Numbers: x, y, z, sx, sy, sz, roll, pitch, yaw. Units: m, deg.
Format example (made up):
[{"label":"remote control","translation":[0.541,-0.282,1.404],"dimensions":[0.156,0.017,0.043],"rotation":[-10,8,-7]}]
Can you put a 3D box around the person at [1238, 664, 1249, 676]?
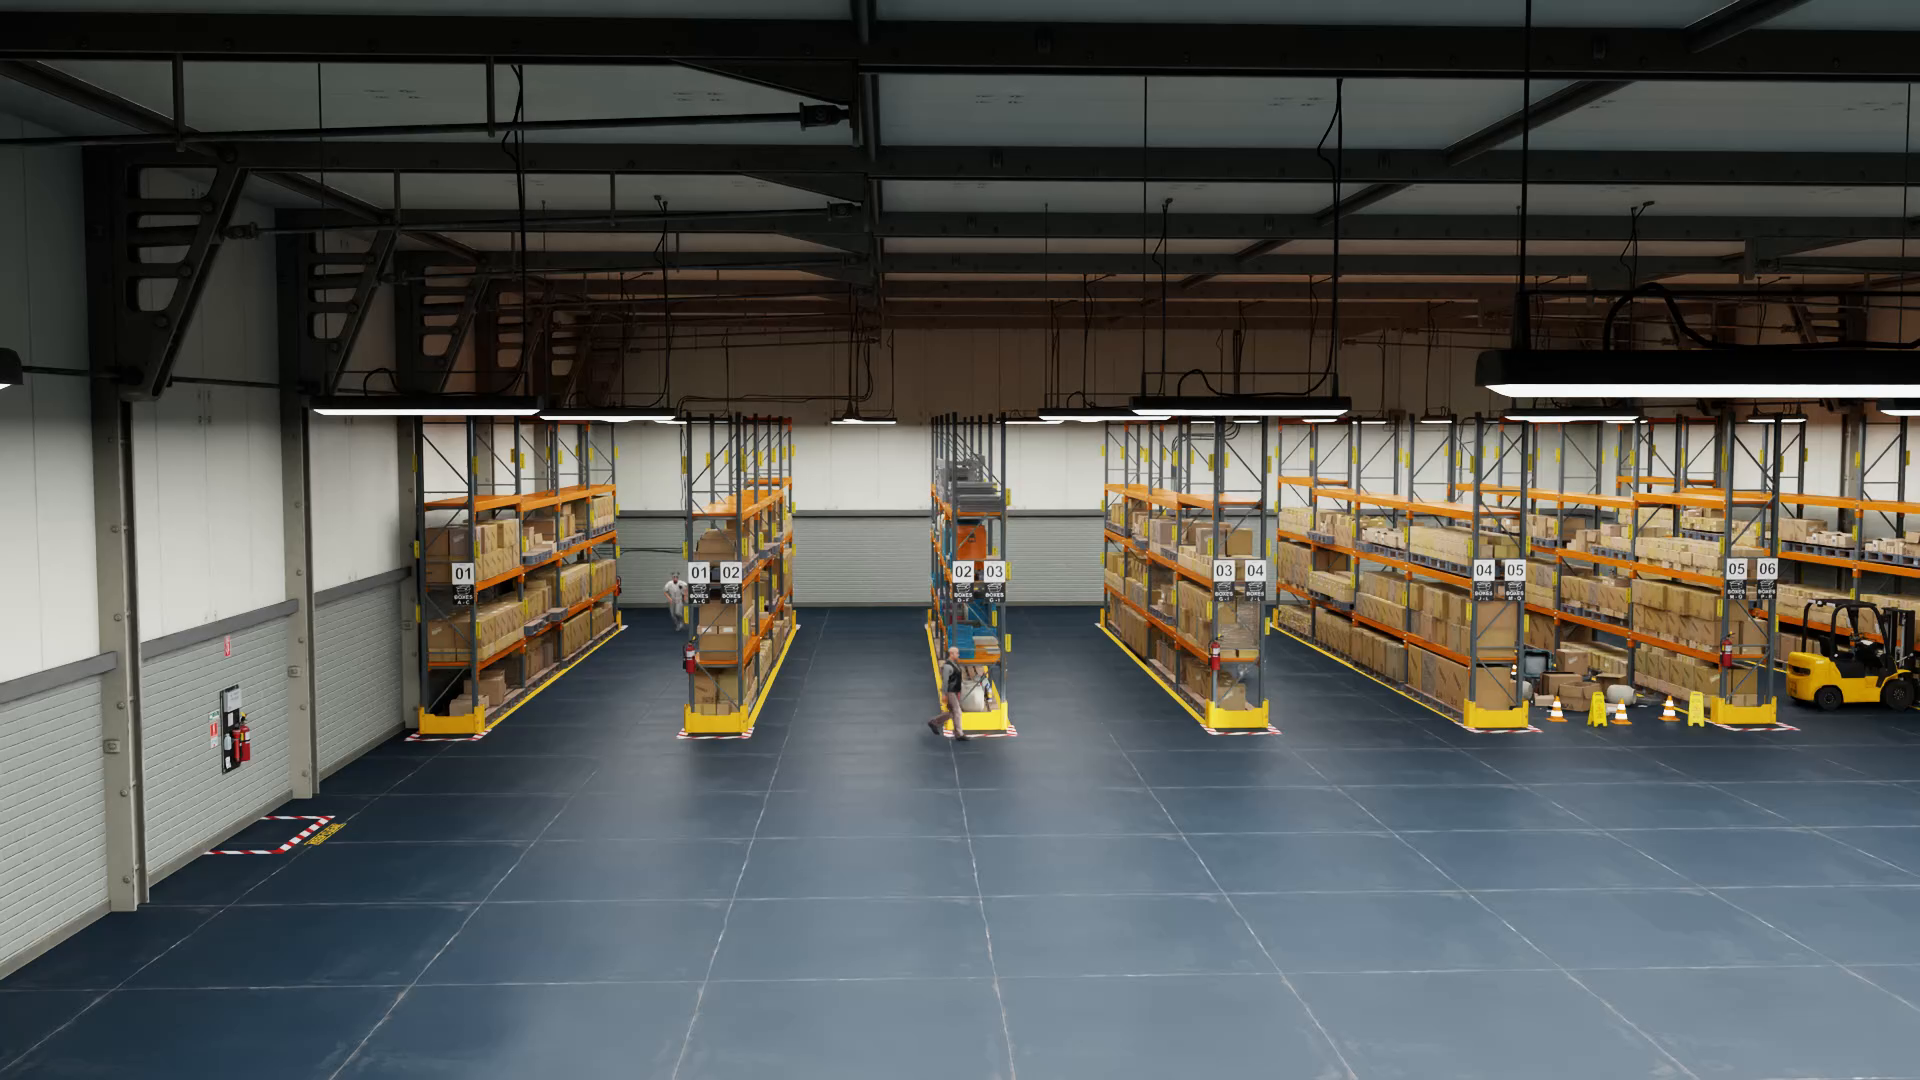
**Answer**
[{"label":"person","translation":[6.534,2.322,38.256],"dimensions":[0.432,1.552,0.903],"rotation":[1,4,9]}]

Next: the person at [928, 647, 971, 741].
[{"label":"person","translation":[-0.184,2.803,30.434],"dimensions":[0.891,1.691,0.562],"rotation":[1,4,15]}]

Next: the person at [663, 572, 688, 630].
[{"label":"person","translation":[-7.954,1.715,46.645],"dimensions":[0.635,1.681,0.737],"rotation":[1,4,8]}]
